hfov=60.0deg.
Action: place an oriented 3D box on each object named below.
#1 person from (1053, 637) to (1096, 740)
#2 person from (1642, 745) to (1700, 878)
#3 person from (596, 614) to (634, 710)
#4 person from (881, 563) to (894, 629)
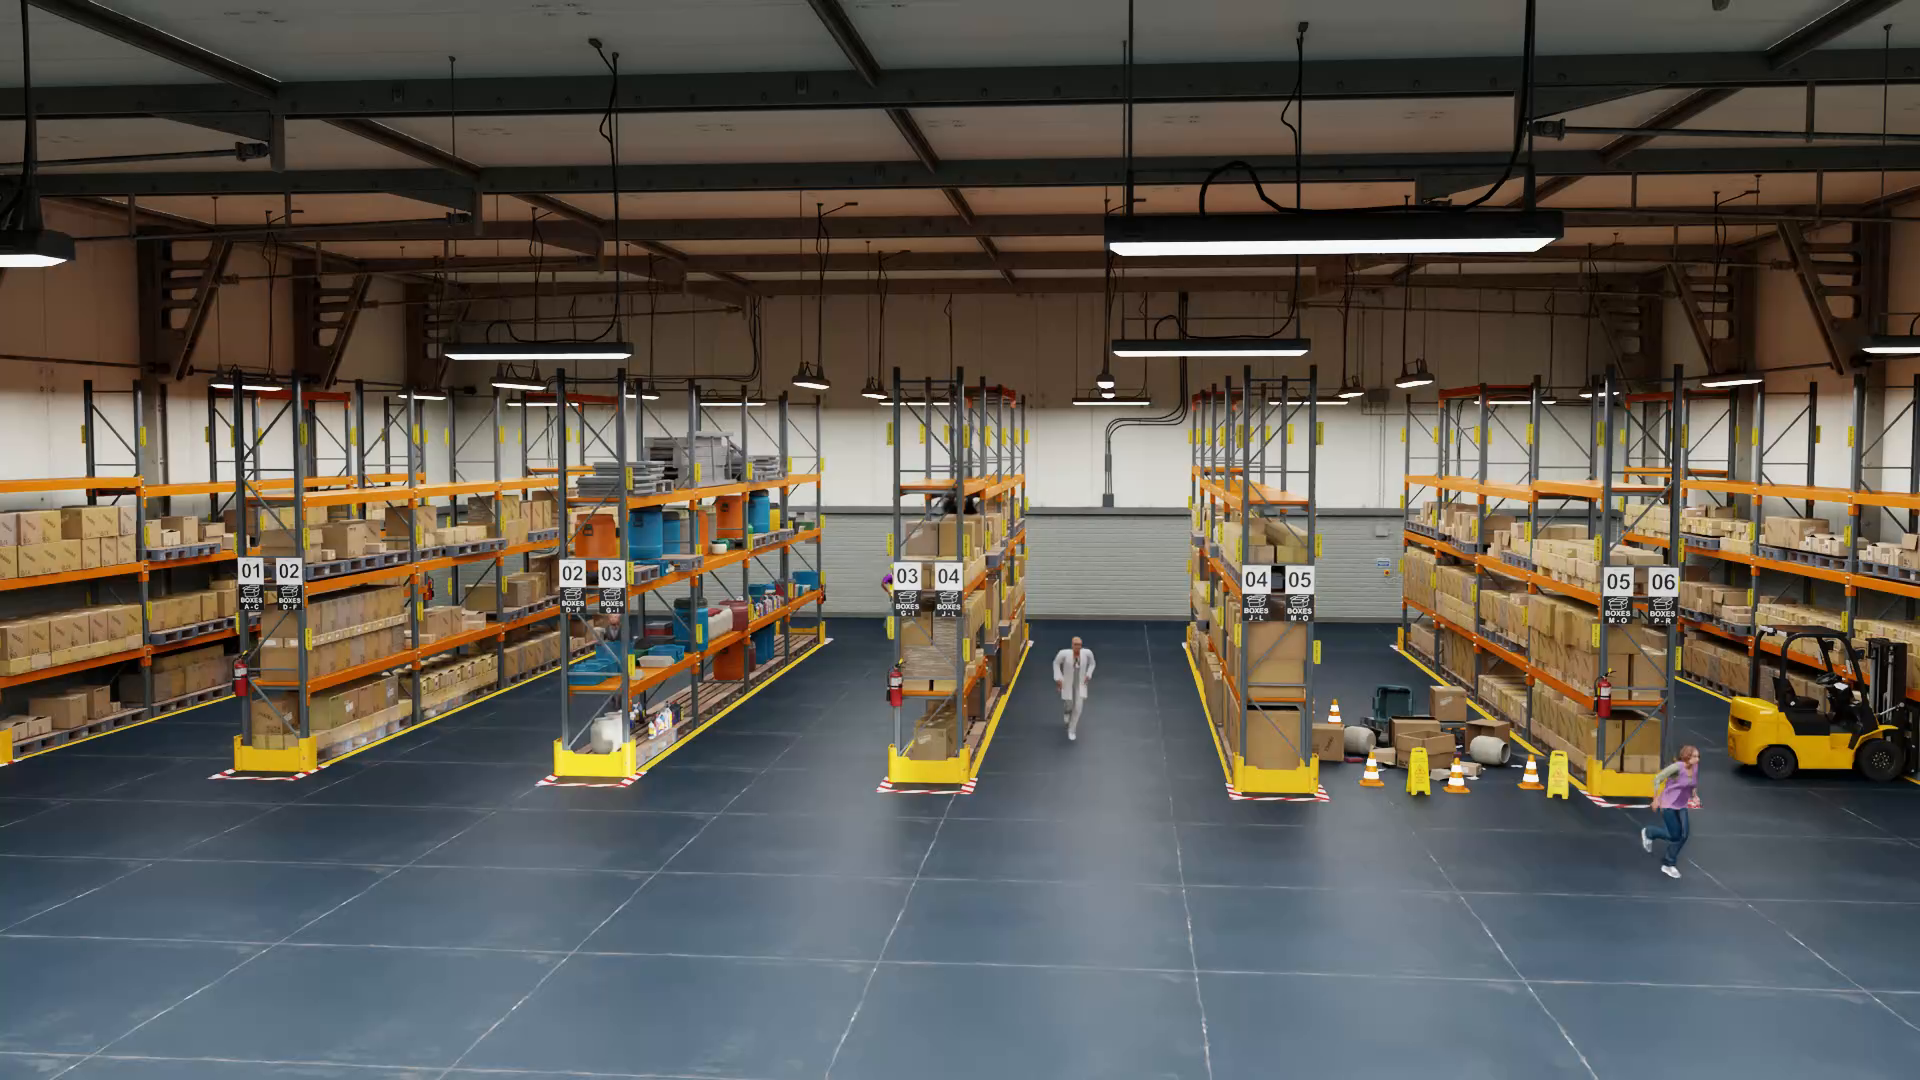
[{"bbox_3d":[1.892,2.443,27.821,0.710,1.724,0.868,-1,4,-10],"label":"person"},{"bbox_3d":[8.154,3.081,19.079,0.532,1.525,0.716,-2,4,-30],"label":"person"},{"bbox_3d":[-6.389,2.209,30.757,0.651,1.742,0.902,0,4,-4],"label":"person"},{"bbox_3d":[-1.648,1.482,42.670,0.737,1.802,0.671,1,4,16],"label":"person"}]
